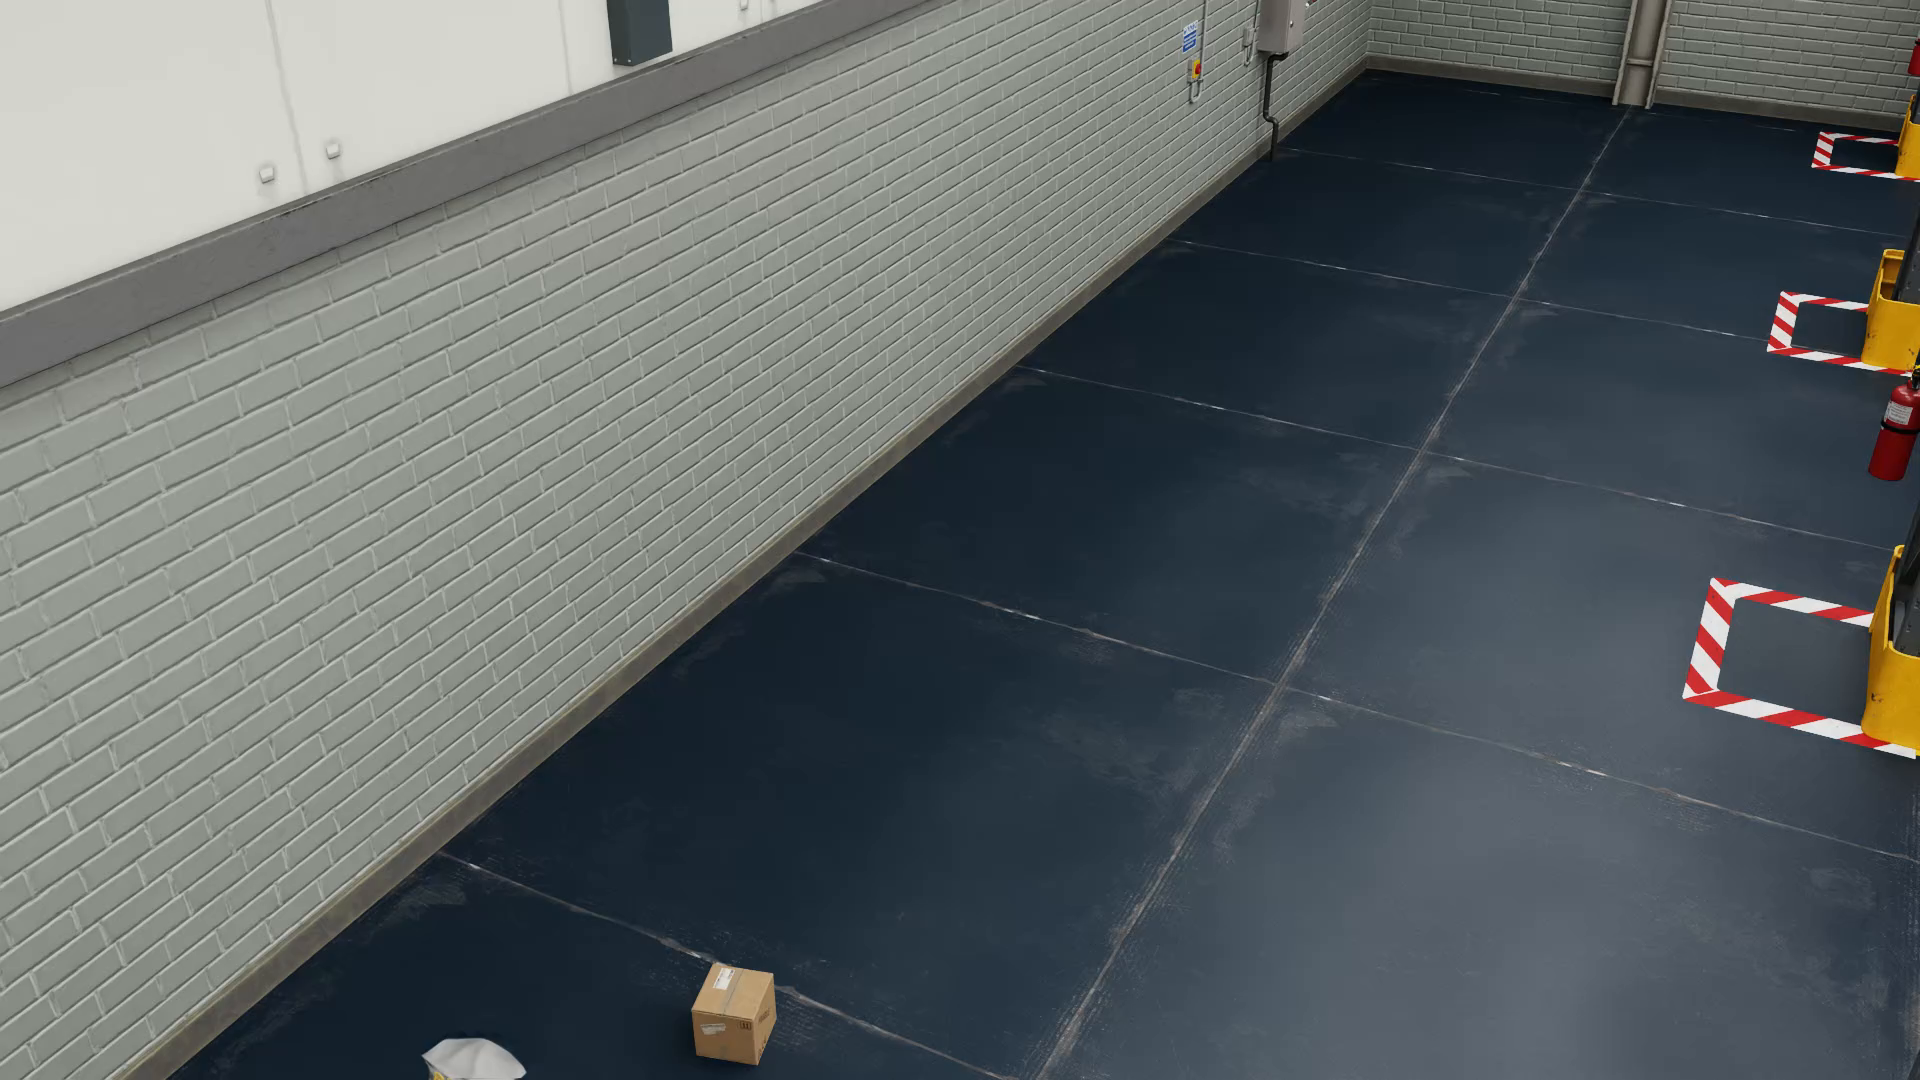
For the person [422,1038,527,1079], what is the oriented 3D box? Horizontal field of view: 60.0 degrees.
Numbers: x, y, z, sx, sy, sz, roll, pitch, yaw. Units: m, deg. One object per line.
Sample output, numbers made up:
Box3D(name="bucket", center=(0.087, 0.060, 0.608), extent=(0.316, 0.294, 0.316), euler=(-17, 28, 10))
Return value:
Box3D(name="person", center=(-1.316, 2.113, 4.663), extent=(0.443, 1.755, 0.622), euler=(12, 32, 20))
